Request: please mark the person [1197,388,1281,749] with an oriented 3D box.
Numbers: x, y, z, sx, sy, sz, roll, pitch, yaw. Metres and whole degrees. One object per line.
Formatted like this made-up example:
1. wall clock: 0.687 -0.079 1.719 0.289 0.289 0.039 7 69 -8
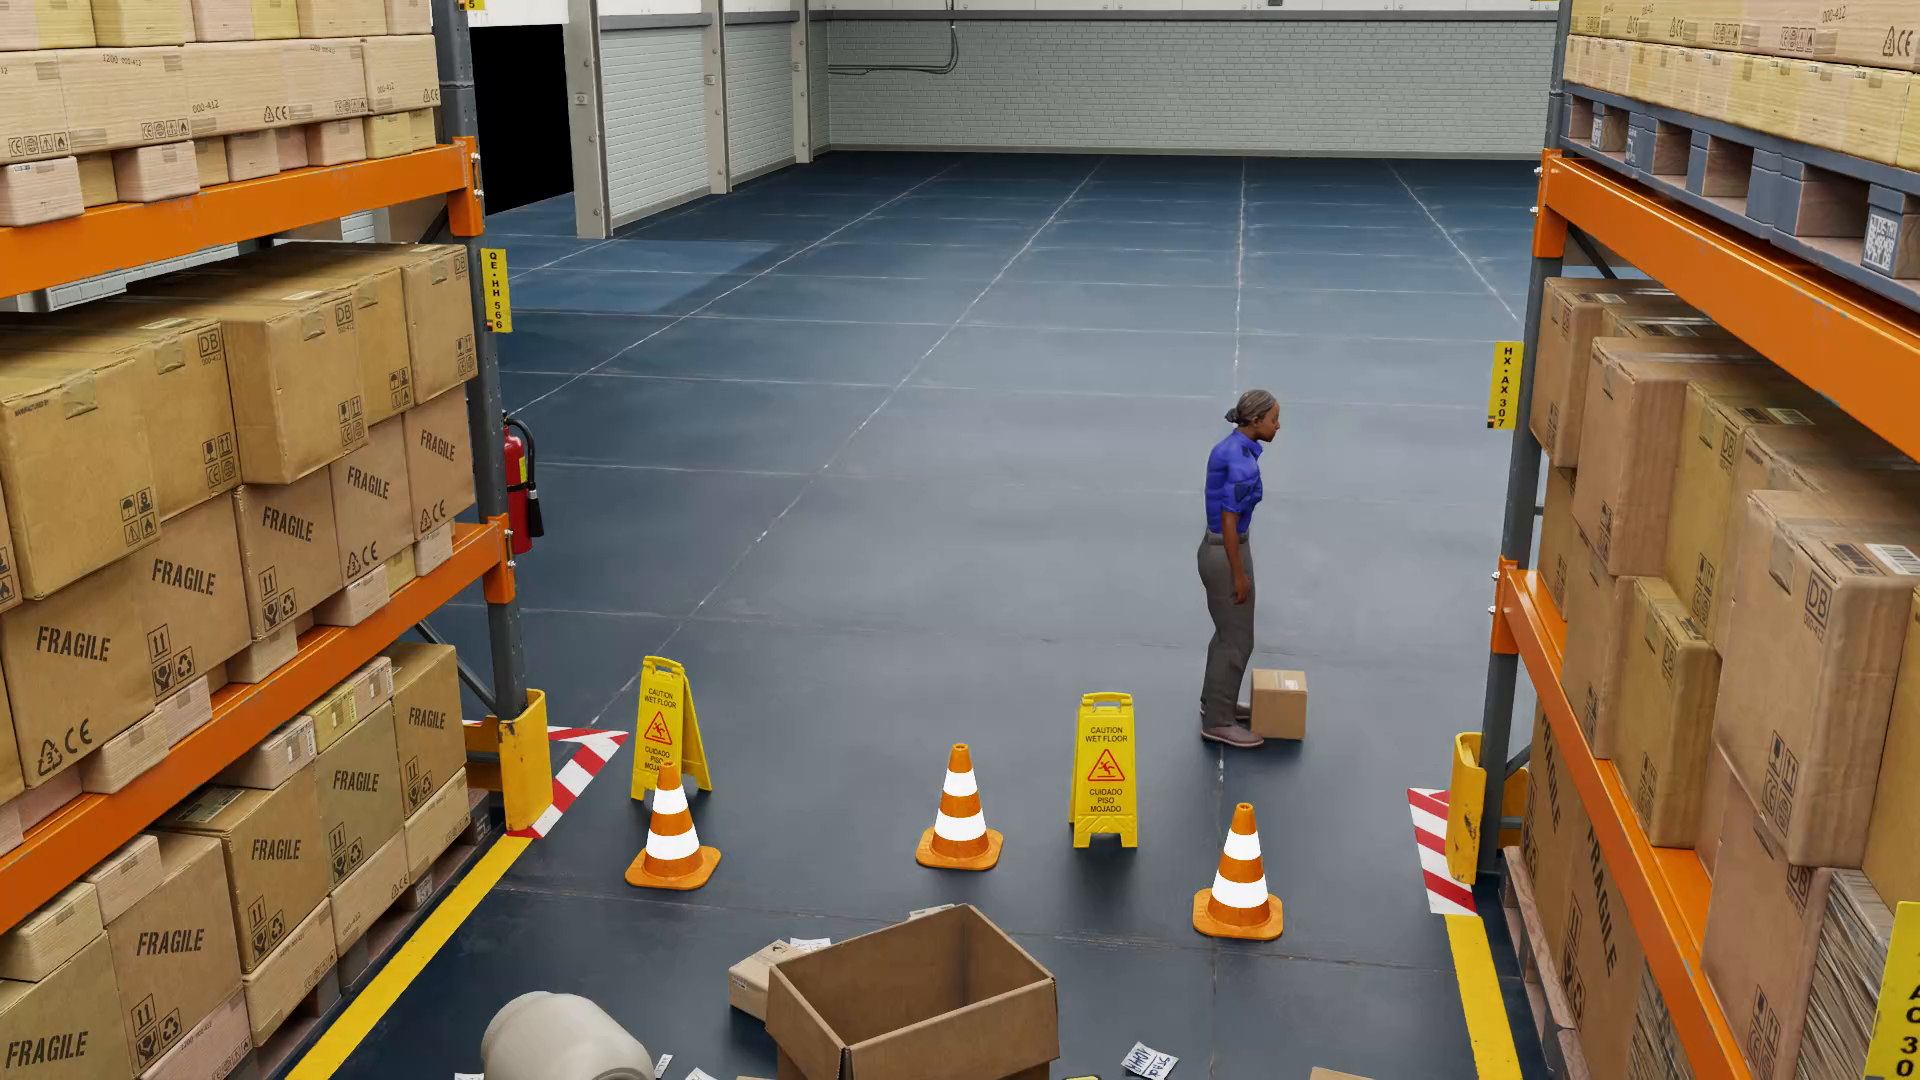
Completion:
1. person: 1.279 0.107 7.735 0.349 1.653 0.518 2 18 6
